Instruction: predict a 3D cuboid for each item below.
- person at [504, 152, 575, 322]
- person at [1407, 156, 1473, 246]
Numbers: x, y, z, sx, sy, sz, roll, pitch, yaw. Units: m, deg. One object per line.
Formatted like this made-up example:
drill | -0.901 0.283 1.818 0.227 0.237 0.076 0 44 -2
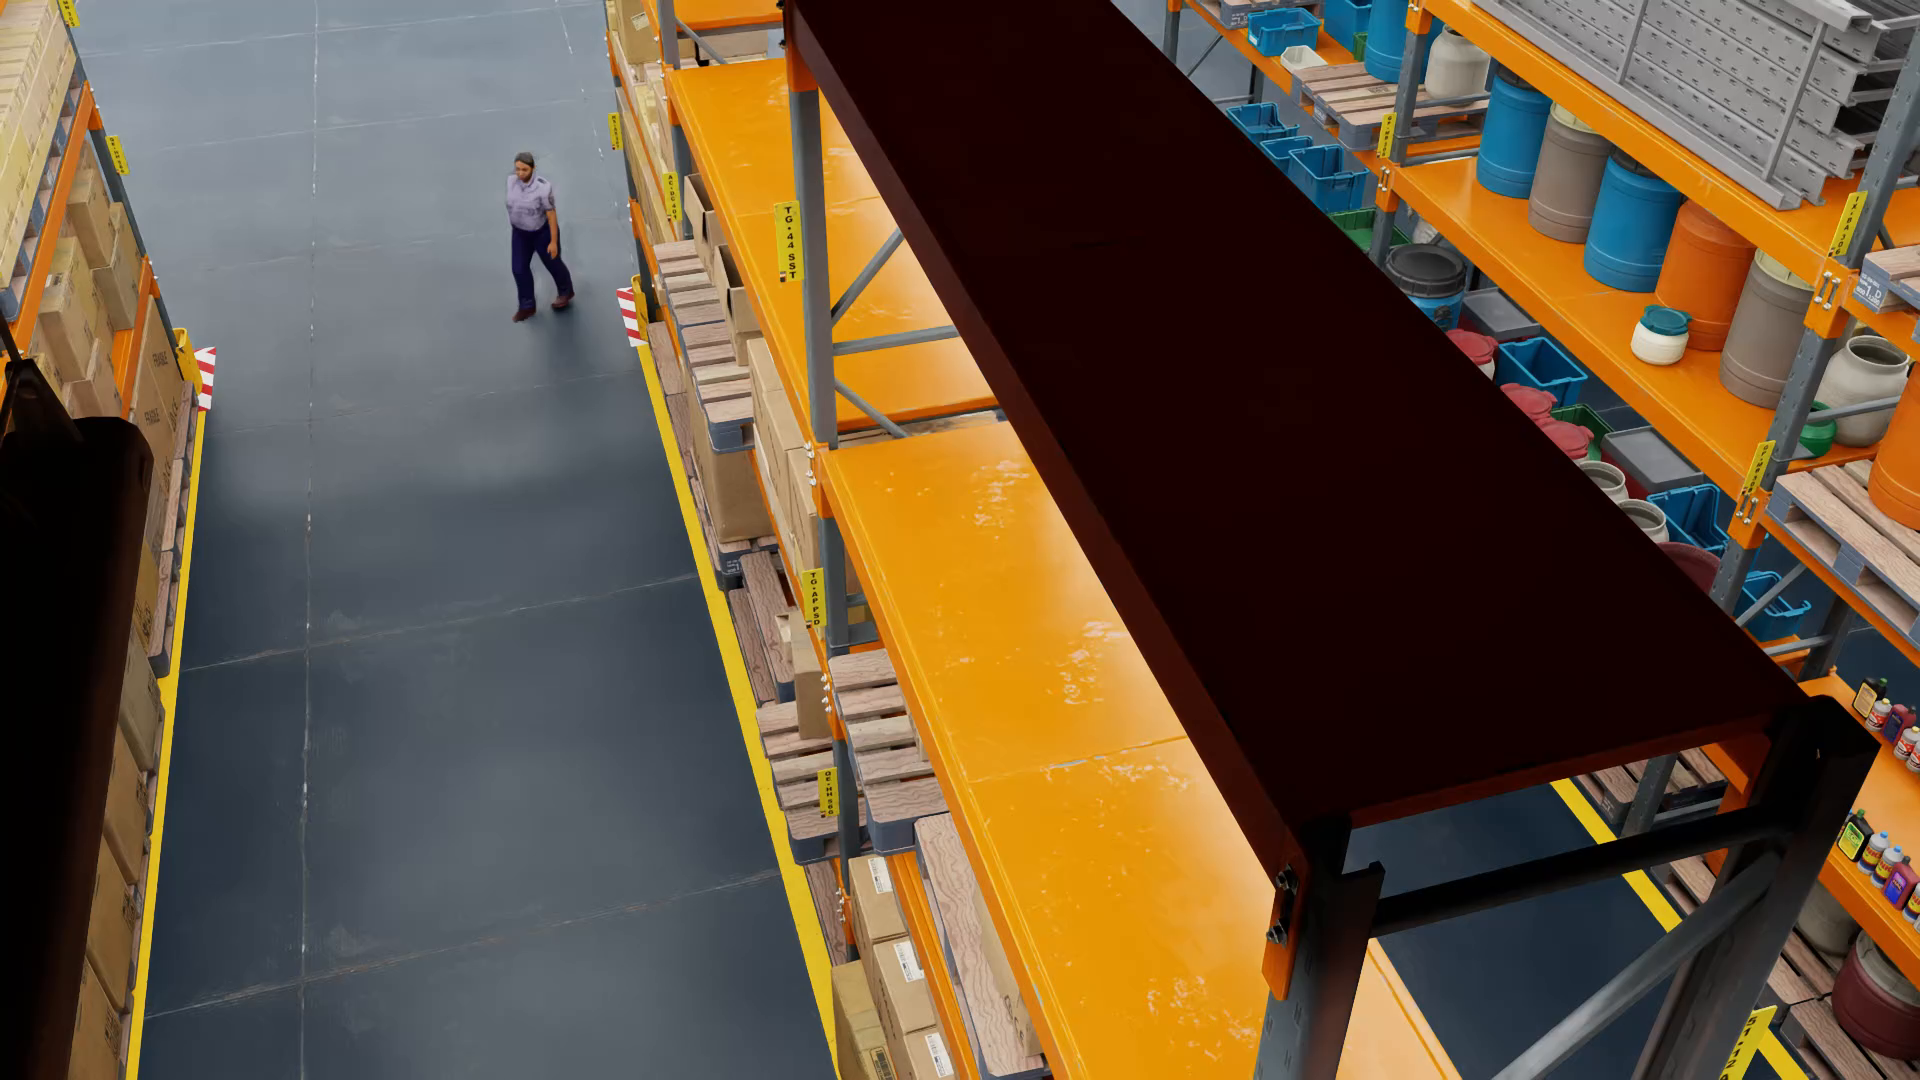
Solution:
person | -3.822 -2.744 15.034 0.545 1.682 0.635 17 41 20
person | 4.416 -2.926 15.114 0.622 1.761 0.703 -19 42 -23
